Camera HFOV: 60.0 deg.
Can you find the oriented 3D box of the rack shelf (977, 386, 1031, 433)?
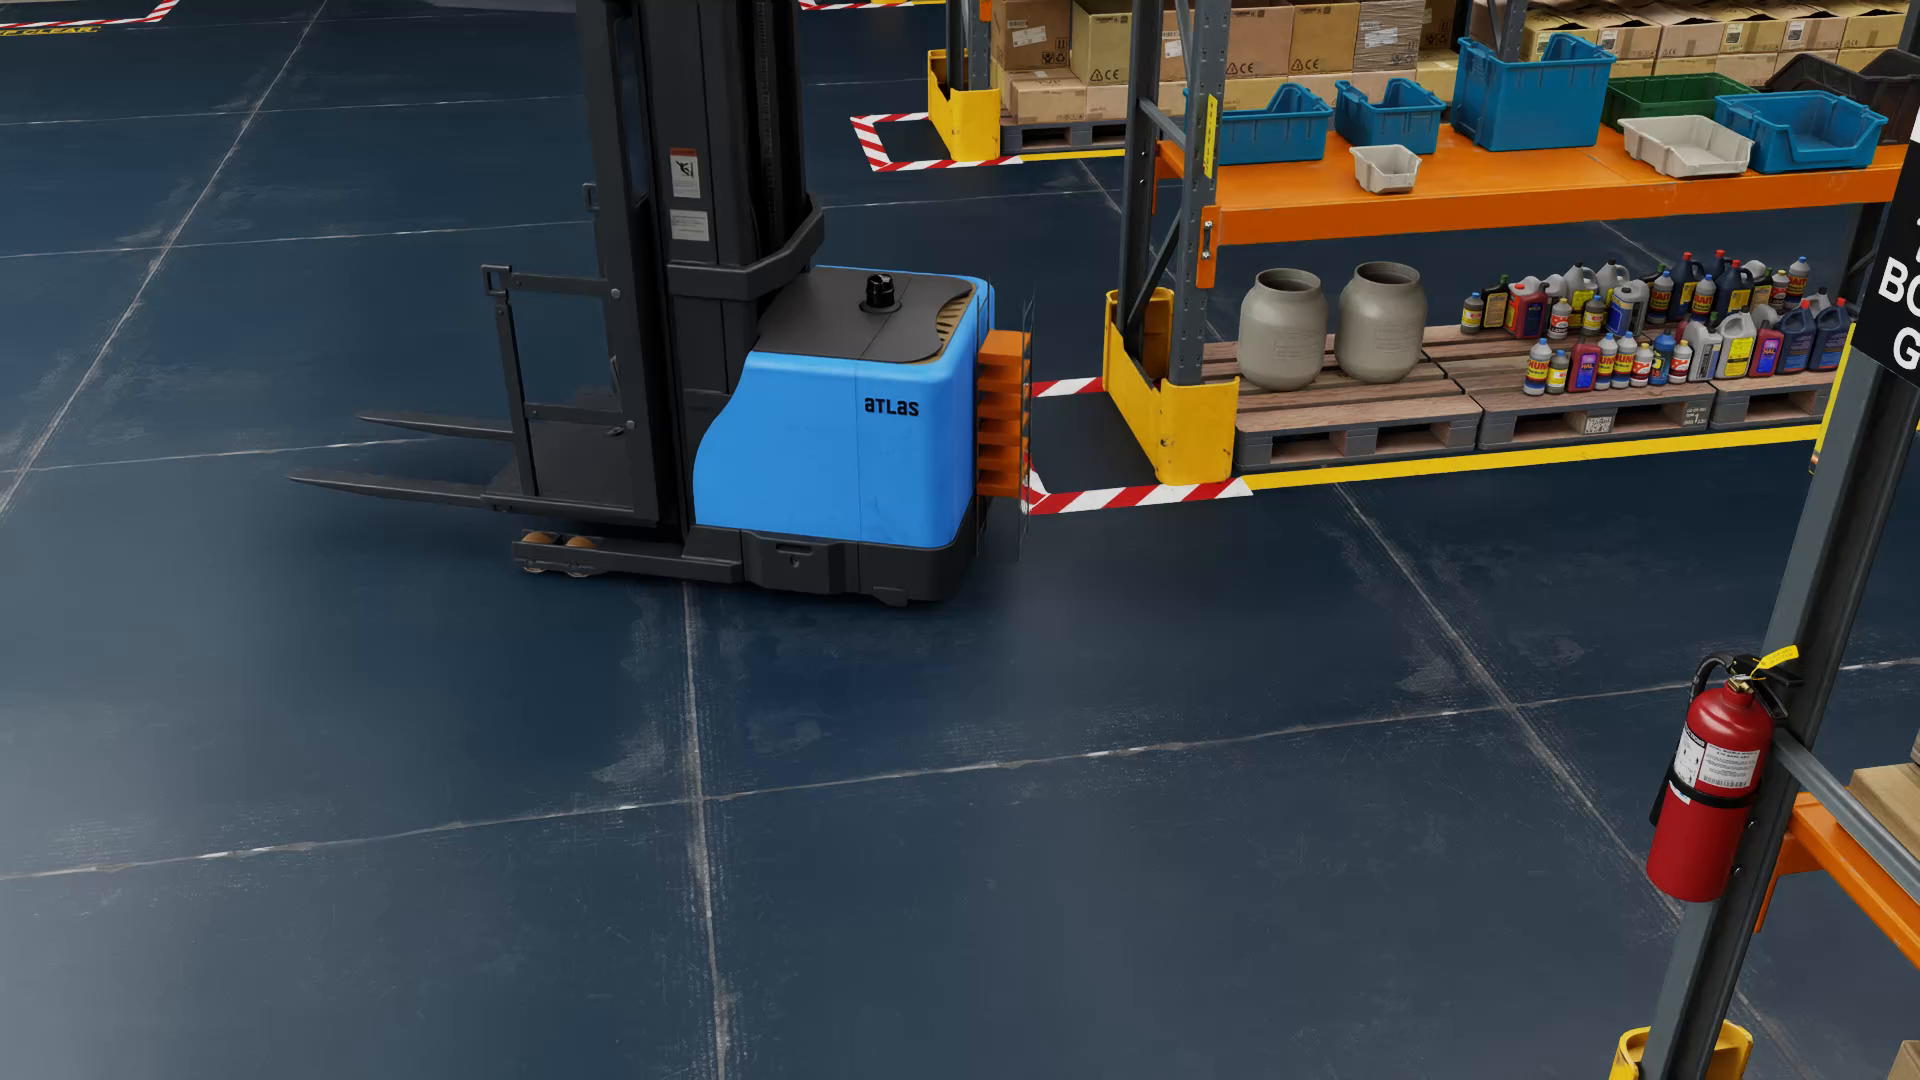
[{"bbox_3d":[0.183,-0.551,6.855,0.180,0.103,0.258,6,31,10],"label":"rack shelf"}]

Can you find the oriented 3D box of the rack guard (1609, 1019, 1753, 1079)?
[{"bbox_3d":[1.900,1.727,3.821,0.348,0.500,1.175,-5,31,-9],"label":"rack guard"}]

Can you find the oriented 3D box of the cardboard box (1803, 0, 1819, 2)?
[{"bbox_3d":[6.831,-4.298,13.345,0.500,0.311,0.500,-6,31,-10],"label":"cardboard box"}]

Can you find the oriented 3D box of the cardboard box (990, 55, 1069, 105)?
[{"bbox_3d":[0.519,-3.476,12.500,0.500,0.250,0.500,-5,31,-9],"label":"cardboard box"}]

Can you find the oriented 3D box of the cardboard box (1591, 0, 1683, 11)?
[{"bbox_3d":[5.328,-4.161,13.112,0.500,0.311,0.500,-5,31,-9],"label":"cardboard box"}]

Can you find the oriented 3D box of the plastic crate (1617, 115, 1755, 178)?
[{"bbox_3d":[3.316,-1.791,7.596,0.437,0.136,0.530,-5,31,-9],"label":"plastic crate"}]

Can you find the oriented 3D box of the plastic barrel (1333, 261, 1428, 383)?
[{"bbox_3d":[2.060,-1.066,8.144,0.421,0.512,0.421,0,30,0],"label":"plastic barrel"}]

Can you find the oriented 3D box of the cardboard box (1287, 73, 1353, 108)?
[{"bbox_3d":[2.580,-3.399,12.370,0.500,0.250,0.500,-5,31,-9],"label":"cardboard box"}]

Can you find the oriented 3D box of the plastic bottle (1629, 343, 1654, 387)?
[{"bbox_3d":[3.306,-0.857,8.074,0.097,0.201,0.097,0,30,0],"label":"plastic bottle"}]

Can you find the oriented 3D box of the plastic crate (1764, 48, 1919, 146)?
[{"bbox_3d":[4.330,-2.168,8.038,0.504,0.338,0.767,-5,31,-9],"label":"plastic crate"}]

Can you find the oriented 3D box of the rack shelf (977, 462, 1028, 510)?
[{"bbox_3d":[0.183,-0.241,7.037,0.180,0.103,0.258,6,31,10],"label":"rack shelf"}]

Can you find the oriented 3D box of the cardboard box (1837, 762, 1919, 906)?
[{"bbox_3d":[2.069,0.635,3.458,0.250,0.149,0.380,-5,31,-9],"label":"cardboard box"}]

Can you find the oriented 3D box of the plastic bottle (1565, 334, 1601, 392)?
[{"bbox_3d":[2.999,-0.854,7.989,0.133,0.283,0.061,-5,31,-8],"label":"plastic bottle"}]

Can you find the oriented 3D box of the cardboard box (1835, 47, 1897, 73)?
[{"bbox_3d":[6.934,-3.791,13.037,0.500,0.250,0.500,-6,31,-10],"label":"cardboard box"}]

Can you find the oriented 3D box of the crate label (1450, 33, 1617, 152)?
[{"bbox_3d":[2.695,-2.132,7.881,0.616,0.435,0.502,-5,31,-9],"label":"crate label"}]

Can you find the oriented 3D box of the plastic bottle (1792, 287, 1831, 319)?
[{"bbox_3d":[4.261,-1.096,8.334,0.185,0.351,0.144,-5,31,-9],"label":"plastic bottle"}]

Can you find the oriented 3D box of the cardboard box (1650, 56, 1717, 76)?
[{"bbox_3d":[5.433,-3.652,12.801,0.500,0.250,0.500,-6,31,-10],"label":"cardboard box"}]

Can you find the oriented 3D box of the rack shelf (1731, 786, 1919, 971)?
[{"bbox_3d":[3.793,0.783,3.668,4.000,0.370,1.077,-5,31,-9],"label":"rack shelf"}]

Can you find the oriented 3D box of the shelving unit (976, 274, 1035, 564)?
[{"bbox_3d":[0.183,-0.486,6.893,0.189,1.200,0.258,6,31,10],"label":"shelving unit"}]

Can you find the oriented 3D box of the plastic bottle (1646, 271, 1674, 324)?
[{"bbox_3d":[3.676,-1.276,8.719,0.097,0.271,0.097,0,30,0],"label":"plastic bottle"}]

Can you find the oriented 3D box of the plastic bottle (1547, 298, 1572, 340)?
[{"bbox_3d":[3.091,-1.145,8.564,0.097,0.201,0.097,0,30,0],"label":"plastic bottle"}]

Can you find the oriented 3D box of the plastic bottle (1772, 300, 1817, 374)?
[{"bbox_3d":[4.098,-1.006,8.182,0.185,0.351,0.144,-7,31,-11],"label":"plastic bottle"}]

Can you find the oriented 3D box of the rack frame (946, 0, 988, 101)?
[{"bbox_3d":[0.045,-4.283,11.575,0.127,3.000,1.000,-5,31,-9],"label":"rack frame"}]

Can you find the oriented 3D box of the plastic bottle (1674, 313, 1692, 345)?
[{"bbox_3d":[3.600,-0.988,8.217,0.133,0.283,0.061,-5,31,-9],"label":"plastic bottle"}]

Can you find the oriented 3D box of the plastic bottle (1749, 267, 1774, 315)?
[{"bbox_3d":[4.182,-1.291,8.732,0.133,0.283,0.061,-5,31,-9],"label":"plastic bottle"}]

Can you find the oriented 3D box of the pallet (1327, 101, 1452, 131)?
[{"bbox_3d":[3.190,-3.395,12.815,1.213,0.211,1.003,-5,31,-9],"label":"pallet"}]

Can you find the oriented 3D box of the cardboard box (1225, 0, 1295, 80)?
[{"bbox_3d":[2.088,-3.676,12.101,0.500,0.500,0.500,-5,31,-9],"label":"cardboard box"}]

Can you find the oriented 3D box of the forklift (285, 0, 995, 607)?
[{"bbox_3d":[-1.411,-1.360,6.671,3.031,2.935,1.130,6,31,10],"label":"forklift"}]

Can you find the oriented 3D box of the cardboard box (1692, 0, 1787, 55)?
[{"bbox_3d":[5.943,-3.941,12.738,0.500,0.311,0.500,-4,31,-8],"label":"cardboard box"}]

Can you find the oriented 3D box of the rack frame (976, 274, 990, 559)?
[{"bbox_3d":[0.094,-0.495,6.909,0.006,1.200,0.240,6,31,10],"label":"rack frame"}]

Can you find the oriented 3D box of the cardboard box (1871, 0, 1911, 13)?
[{"bbox_3d":[7.443,-4.081,12.976,0.500,0.311,0.500,-5,31,-8],"label":"cardboard box"}]

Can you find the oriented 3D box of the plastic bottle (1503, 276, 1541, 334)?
[{"bbox_3d":[2.914,-1.225,8.627,0.135,0.276,0.152,-5,31,-9],"label":"plastic bottle"}]

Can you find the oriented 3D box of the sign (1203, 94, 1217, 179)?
[{"bbox_3d":[1.028,-1.658,6.838,0.005,0.325,0.100,-5,31,-9],"label":"sign"}]

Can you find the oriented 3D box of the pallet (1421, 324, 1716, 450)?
[{"bbox_3d":[2.997,-0.823,8.441,1.213,0.211,1.003,-5,31,-9],"label":"pallet"}]

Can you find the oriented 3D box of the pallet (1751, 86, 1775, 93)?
[{"bbox_3d":[5.900,-3.646,13.243,1.213,0.211,1.003,-5,31,-9],"label":"pallet"}]

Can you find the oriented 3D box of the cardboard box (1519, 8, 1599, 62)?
[{"bbox_3d":[4.431,-3.800,12.498,0.500,0.311,0.500,-5,31,-9],"label":"cardboard box"}]

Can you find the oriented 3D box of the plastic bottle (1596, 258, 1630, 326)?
[{"bbox_3d":[3.396,-1.304,8.687,0.185,0.351,0.144,-6,31,-9],"label":"plastic bottle"}]

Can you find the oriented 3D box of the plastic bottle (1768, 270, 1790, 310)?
[{"bbox_3d":[4.376,-1.342,8.900,0.097,0.201,0.097,0,30,0],"label":"plastic bottle"}]

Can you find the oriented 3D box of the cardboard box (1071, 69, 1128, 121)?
[{"bbox_3d":[1.104,-3.265,12.141,0.500,0.250,0.500,-5,31,-9],"label":"cardboard box"}]

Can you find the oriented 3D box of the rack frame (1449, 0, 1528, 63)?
[{"bbox_3d":[3.980,-4.649,12.197,0.127,3.000,1.000,-5,31,-9],"label":"rack frame"}]

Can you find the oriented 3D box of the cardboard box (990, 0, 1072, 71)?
[{"bbox_3d":[0.519,-3.800,12.312,0.500,0.500,0.500,-5,31,-9],"label":"cardboard box"}]

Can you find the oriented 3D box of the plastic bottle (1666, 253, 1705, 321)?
[{"bbox_3d":[3.814,-1.342,8.753,0.185,0.351,0.144,-7,31,-11],"label":"plastic bottle"}]

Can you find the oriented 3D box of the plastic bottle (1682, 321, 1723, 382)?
[{"bbox_3d":[3.619,-0.932,8.129,0.135,0.276,0.152,-5,31,-8],"label":"plastic bottle"}]
